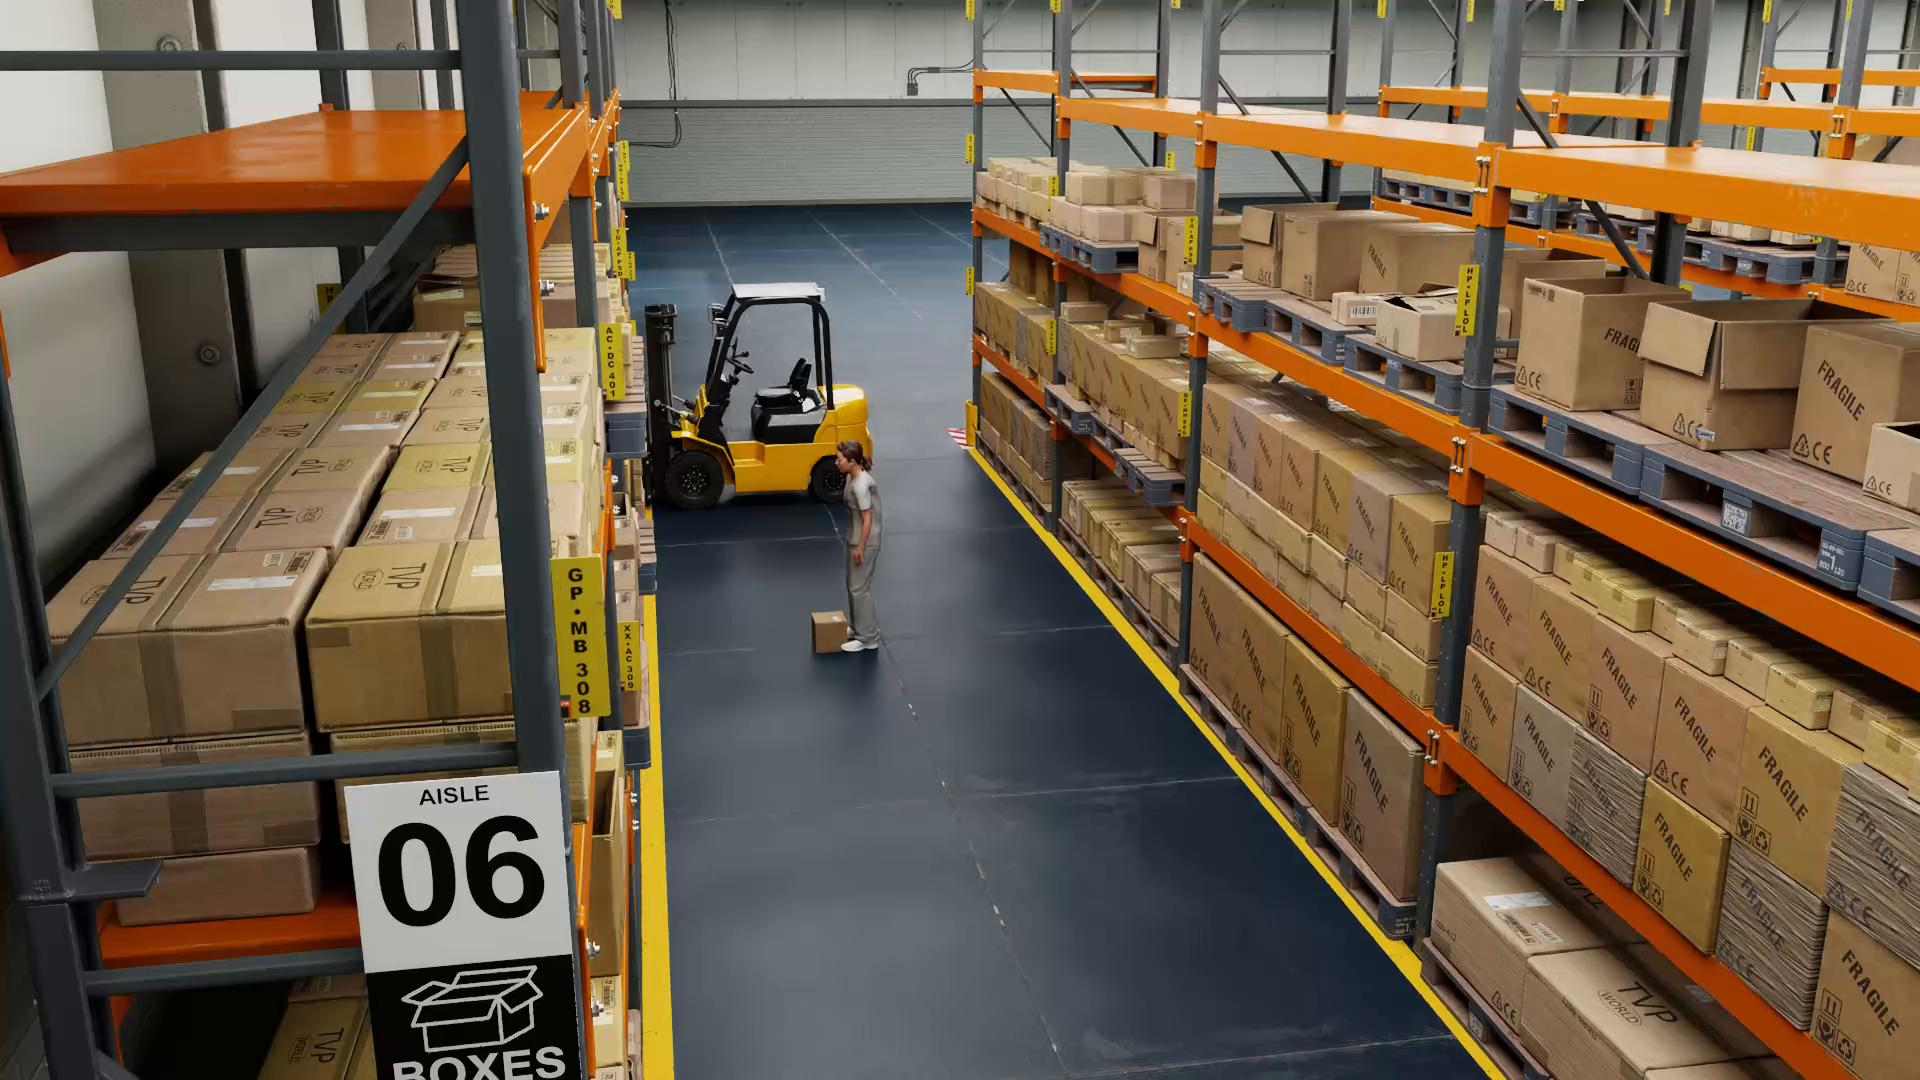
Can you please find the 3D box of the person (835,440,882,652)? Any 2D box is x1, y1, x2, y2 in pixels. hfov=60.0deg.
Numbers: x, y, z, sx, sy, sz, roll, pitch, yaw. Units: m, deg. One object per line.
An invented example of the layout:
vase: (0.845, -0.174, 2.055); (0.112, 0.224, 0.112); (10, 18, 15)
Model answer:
person: (-0.788, 0.027, 12.948); (0.352, 1.673, 0.494); (-3, 17, -11)
